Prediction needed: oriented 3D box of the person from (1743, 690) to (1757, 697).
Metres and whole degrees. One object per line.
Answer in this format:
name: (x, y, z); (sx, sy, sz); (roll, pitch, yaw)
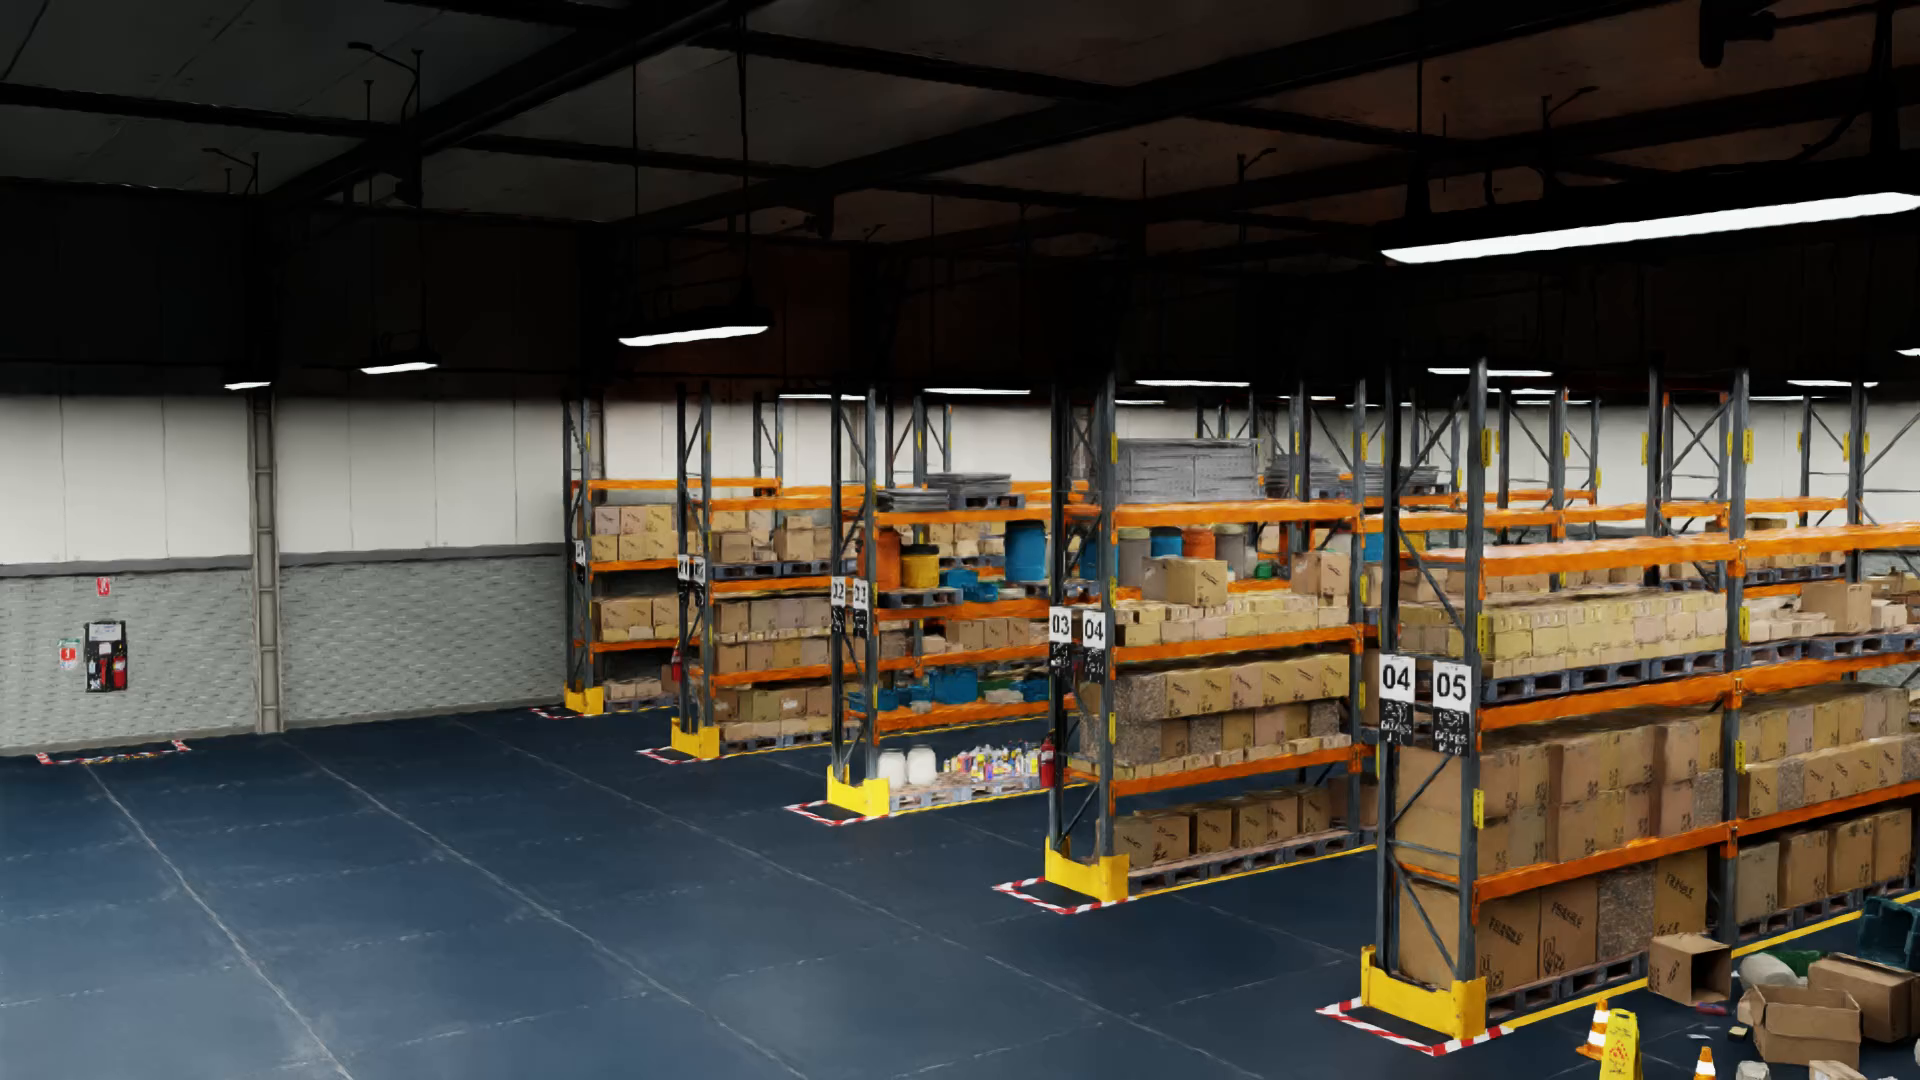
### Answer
person: (11.299, 2.880, 23.690); (0.519, 1.541, 0.566); (-3, 5, -37)
